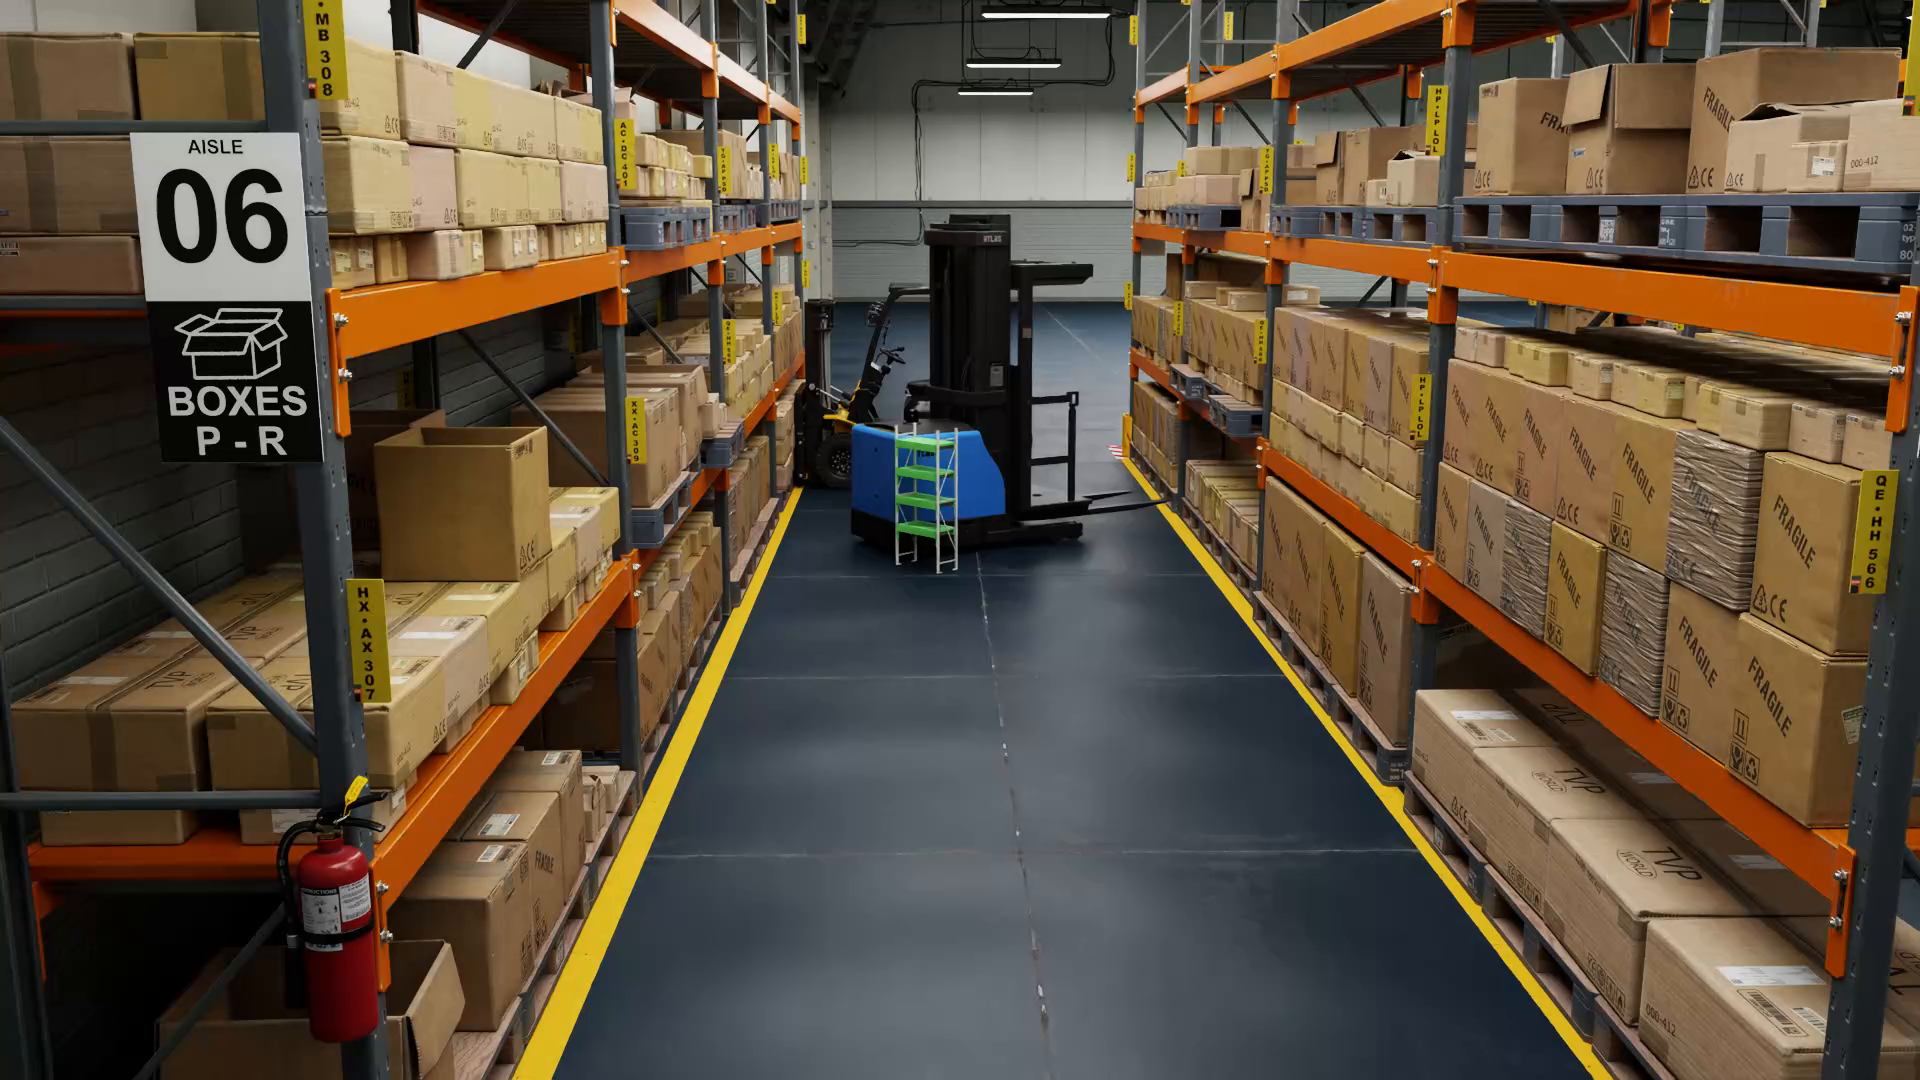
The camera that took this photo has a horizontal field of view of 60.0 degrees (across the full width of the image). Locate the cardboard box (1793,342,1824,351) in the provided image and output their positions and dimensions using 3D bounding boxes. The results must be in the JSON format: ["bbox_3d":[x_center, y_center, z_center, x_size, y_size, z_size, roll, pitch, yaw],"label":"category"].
[{"bbox_3d":[7.653,-1.899,14.297,0.700,0.500,0.500,0,11,-2],"label":"cardboard box"}]

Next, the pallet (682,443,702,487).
[{"bbox_3d":[-2.177,-0.424,10.278,1.003,0.211,1.213,0,11,-1],"label":"pallet"}]

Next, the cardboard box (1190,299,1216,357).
[{"bbox_3d":[2.392,-1.927,15.151,0.500,0.500,0.500,0,11,-1],"label":"cardboard box"}]

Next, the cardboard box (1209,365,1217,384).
[{"bbox_3d":[2.353,-1.433,14.345,0.380,0.149,0.250,0,11,1],"label":"cardboard box"}]

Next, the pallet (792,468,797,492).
[{"bbox_3d":[-2.307,-0.735,18.339,1.003,0.211,1.213,0,11,-1],"label":"pallet"}]

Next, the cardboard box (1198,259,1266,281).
[{"bbox_3d":[2.894,-2.696,17.478,0.700,0.500,0.500,0,11,-2],"label":"cardboard box"}]

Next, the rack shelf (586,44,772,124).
[{"bbox_3d":[-2.263,-3.694,13.639,1.077,0.370,4.000,0,11,-1],"label":"rack shelf"}]

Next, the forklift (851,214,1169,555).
[{"bbox_3d":[0.538,-1.499,15.266,3.031,2.935,1.130,-7,13,-30],"label":"forklift"}]

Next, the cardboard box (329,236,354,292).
[{"bbox_3d":[-1.830,-0.726,4.369,0.380,0.149,0.250,0,11,0],"label":"cardboard box"}]

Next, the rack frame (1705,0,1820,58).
[{"bbox_3d":[7.605,-4.701,15.791,1.000,3.000,0.127,0,11,-1],"label":"rack frame"}]

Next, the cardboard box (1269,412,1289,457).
[{"bbox_3d":[2.499,-0.754,11.799,0.500,0.250,0.500,0,11,-2],"label":"cardboard box"}]

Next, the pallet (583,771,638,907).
[{"bbox_3d":[-2.126,1.394,7.849,1.003,0.211,1.213,0,11,-1],"label":"pallet"}]

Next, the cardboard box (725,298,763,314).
[{"bbox_3d":[-2.128,-2.329,16.552,0.380,0.149,0.250,0,11,0],"label":"cardboard box"}]

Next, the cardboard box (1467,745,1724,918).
[{"bbox_3d":[2.748,1.223,7.068,0.875,0.438,0.875,-1,11,-3],"label":"cardboard box"}]

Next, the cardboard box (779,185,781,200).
[{"bbox_3d":[-2.026,-3.545,16.958,0.380,0.149,0.250,0,11,1],"label":"cardboard box"}]

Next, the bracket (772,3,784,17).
[{"bbox_3d":[-3.105,-8.849,27.182,0.076,0.066,4.783,0,11,-1],"label":"bracket"}]

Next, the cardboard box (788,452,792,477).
[{"bbox_3d":[-2.009,-0.756,17.293,0.500,0.250,0.500,0,11,-2],"label":"cardboard box"}]

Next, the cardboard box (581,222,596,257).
[{"bbox_3d":[-1.834,-1.337,7.385,0.380,0.149,0.250,0,11,-1],"label":"cardboard box"}]

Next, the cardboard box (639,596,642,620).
[{"bbox_3d":[-1.980,0.414,9.265,0.380,0.149,0.250,-1,11,-4],"label":"cardboard box"}]

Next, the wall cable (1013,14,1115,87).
[{"bbox_3d":[3.166,-15.054,50.486,3.097,2.526,0.112,0,11,-1],"label":"wall cable"}]

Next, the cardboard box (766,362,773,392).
[{"bbox_3d":[-2.032,-1.527,15.610,0.500,0.250,0.500,0,11,0],"label":"cardboard box"}]

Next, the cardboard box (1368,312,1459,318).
[{"bbox_3d":[3.032,-1.261,11.155,0.500,0.500,0.500,0,11,0],"label":"cardboard box"}]

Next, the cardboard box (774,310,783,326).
[{"bbox_3d":[-2.019,-2.284,17.079,0.380,0.149,0.250,0,11,0],"label":"cardboard box"}]

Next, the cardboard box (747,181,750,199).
[{"bbox_3d":[-1.962,-2.931,13.932,0.380,0.149,0.250,0,11,-2],"label":"cardboard box"}]

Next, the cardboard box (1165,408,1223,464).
[{"bbox_3d":[2.378,-1.063,16.919,0.500,0.500,0.500,0,11,-2],"label":"cardboard box"}]

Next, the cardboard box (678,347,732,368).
[{"bbox_3d":[-1.941,-1.389,12.670,0.380,0.149,0.250,0,11,0],"label":"cardboard box"}]

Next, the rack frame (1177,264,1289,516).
[{"bbox_3d":[2.658,-1.721,16.188,1.000,3.000,0.127,0,11,-1],"label":"rack frame"}]

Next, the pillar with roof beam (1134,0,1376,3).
[{"bbox_3d":[8.406,-15.570,47.485,6.894,0.400,0.400,0,11,-1],"label":"pillar with roof beam"}]

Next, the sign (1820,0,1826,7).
[{"bbox_3d":[8.147,-5.203,15.712,0.100,0.325,0.005,0,11,-1],"label":"sign"}]

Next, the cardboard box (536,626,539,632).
[{"bbox_3d":[-1.918,0.334,6.691,0.380,0.149,0.250,0,11,0],"label":"cardboard box"}]

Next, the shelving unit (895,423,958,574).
[{"bbox_3d":[-0.284,-0.358,13.998,0.503,1.200,0.258,11,16,43],"label":"shelving unit"}]

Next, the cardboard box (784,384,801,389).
[{"bbox_3d":[-2.049,-1.651,19.190,0.500,0.250,0.500,0,11,0],"label":"cardboard box"}]

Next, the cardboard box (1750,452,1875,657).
[{"bbox_3d":[2.658,0.031,4.788,0.500,0.500,0.500,0,11,1],"label":"cardboard box"}]

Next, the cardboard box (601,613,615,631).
[{"bbox_3d":[-1.941,0.374,8.713,0.380,0.149,0.250,0,11,-2],"label":"cardboard box"}]

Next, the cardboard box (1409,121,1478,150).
[{"bbox_3d":[3.067,-2.301,10.198,0.500,0.500,0.500,0,11,-1],"label":"cardboard box"}]

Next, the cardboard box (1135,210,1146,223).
[{"bbox_3d":[2.258,-3.796,19.502,0.380,0.149,0.250,0,11,-1],"label":"cardboard box"}]

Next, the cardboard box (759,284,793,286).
[{"bbox_3d":[-2.133,-2.888,19.311,0.380,0.149,0.250,0,11,-1],"label":"cardboard box"}]

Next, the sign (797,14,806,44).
[{"bbox_3d":[-1.844,-5.931,19.303,0.100,0.325,0.005,0,11,-1],"label":"sign"}]

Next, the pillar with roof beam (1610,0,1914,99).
[{"bbox_3d":[23.296,-11.368,48.651,9.100,9.000,0.548,0,11,-1],"label":"pillar with roof beam"}]

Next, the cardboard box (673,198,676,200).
[{"bbox_3d":[-2.004,-2.224,10.498,0.380,0.149,0.250,0,11,-1],"label":"cardboard box"}]

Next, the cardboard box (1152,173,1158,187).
[{"bbox_3d":[2.299,-3.931,18.163,0.380,0.149,0.250,0,11,0],"label":"cardboard box"}]

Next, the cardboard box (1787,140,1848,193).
[{"bbox_3d":[2.718,-1.109,4.953,0.380,0.149,0.250,-1,12,-6],"label":"cardboard box"}]

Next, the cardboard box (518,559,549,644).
[{"bbox_3d":[-1.853,0.220,6.252,0.500,0.250,0.500,-1,11,-3],"label":"cardboard box"}]

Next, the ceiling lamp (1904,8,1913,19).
[{"bbox_3d":[15.767,-9.718,25.839,2.000,3.185,0.800,0,11,-1],"label":"ceiling lamp"}]

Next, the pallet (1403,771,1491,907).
[{"bbox_3d":[2.761,1.388,7.880,1.003,0.211,1.213,0,11,-1],"label":"pallet"}]

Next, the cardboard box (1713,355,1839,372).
[{"bbox_3d":[3.131,-0.624,6.386,0.380,0.149,0.250,0,11,-1],"label":"cardboard box"}]

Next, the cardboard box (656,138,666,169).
[{"bbox_3d":[-1.746,-2.021,8.701,0.380,0.149,0.250,0,11,-2],"label":"cardboard box"}]

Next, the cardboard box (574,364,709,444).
[{"bbox_3d":[-2.003,-0.837,10.517,0.797,0.503,0.637,-1,11,-2],"label":"cardboard box"}]

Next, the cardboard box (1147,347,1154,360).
[{"bbox_3d":[2.318,-2.119,18.784,0.380,0.149,0.250,0,11,0],"label":"cardboard box"}]

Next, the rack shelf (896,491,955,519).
[{"bbox_3d":[-0.284,-0.296,14.011,0.480,0.148,0.258,11,16,43],"label":"rack shelf"}]

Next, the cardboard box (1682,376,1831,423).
[{"bbox_3d":[2.681,-0.467,5.608,0.380,0.149,0.250,0,11,-2],"label":"cardboard box"}]

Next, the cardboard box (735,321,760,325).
[{"bbox_3d":[-2.052,-1.948,15.426,0.380,0.149,0.250,0,11,-2],"label":"cardboard box"}]

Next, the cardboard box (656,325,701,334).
[{"bbox_3d":[-2.528,-1.842,14.902,0.380,0.149,0.250,0,11,-2],"label":"cardboard box"}]

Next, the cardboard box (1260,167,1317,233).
[{"bbox_3d":[2.731,-2.633,12.889,0.700,0.500,0.500,0,11,-1],"label":"cardboard box"}]

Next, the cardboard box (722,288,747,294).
[{"bbox_3d":[-2.582,-2.734,18.550,0.380,0.149,0.250,0,11,1],"label":"cardboard box"}]

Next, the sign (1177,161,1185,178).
[{"bbox_3d":[2.116,-3.440,15.820,0.100,0.325,0.005,0,11,-1],"label":"sign"}]

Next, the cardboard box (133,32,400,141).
[{"bbox_3d":[-1.814,-1.191,4.403,0.500,0.250,0.500,0,11,-2],"label":"cardboard box"}]

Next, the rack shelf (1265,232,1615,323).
[{"bbox_3d":[2.782,-1.646,10.082,1.077,0.370,4.000,0,11,-1],"label":"rack shelf"}]
